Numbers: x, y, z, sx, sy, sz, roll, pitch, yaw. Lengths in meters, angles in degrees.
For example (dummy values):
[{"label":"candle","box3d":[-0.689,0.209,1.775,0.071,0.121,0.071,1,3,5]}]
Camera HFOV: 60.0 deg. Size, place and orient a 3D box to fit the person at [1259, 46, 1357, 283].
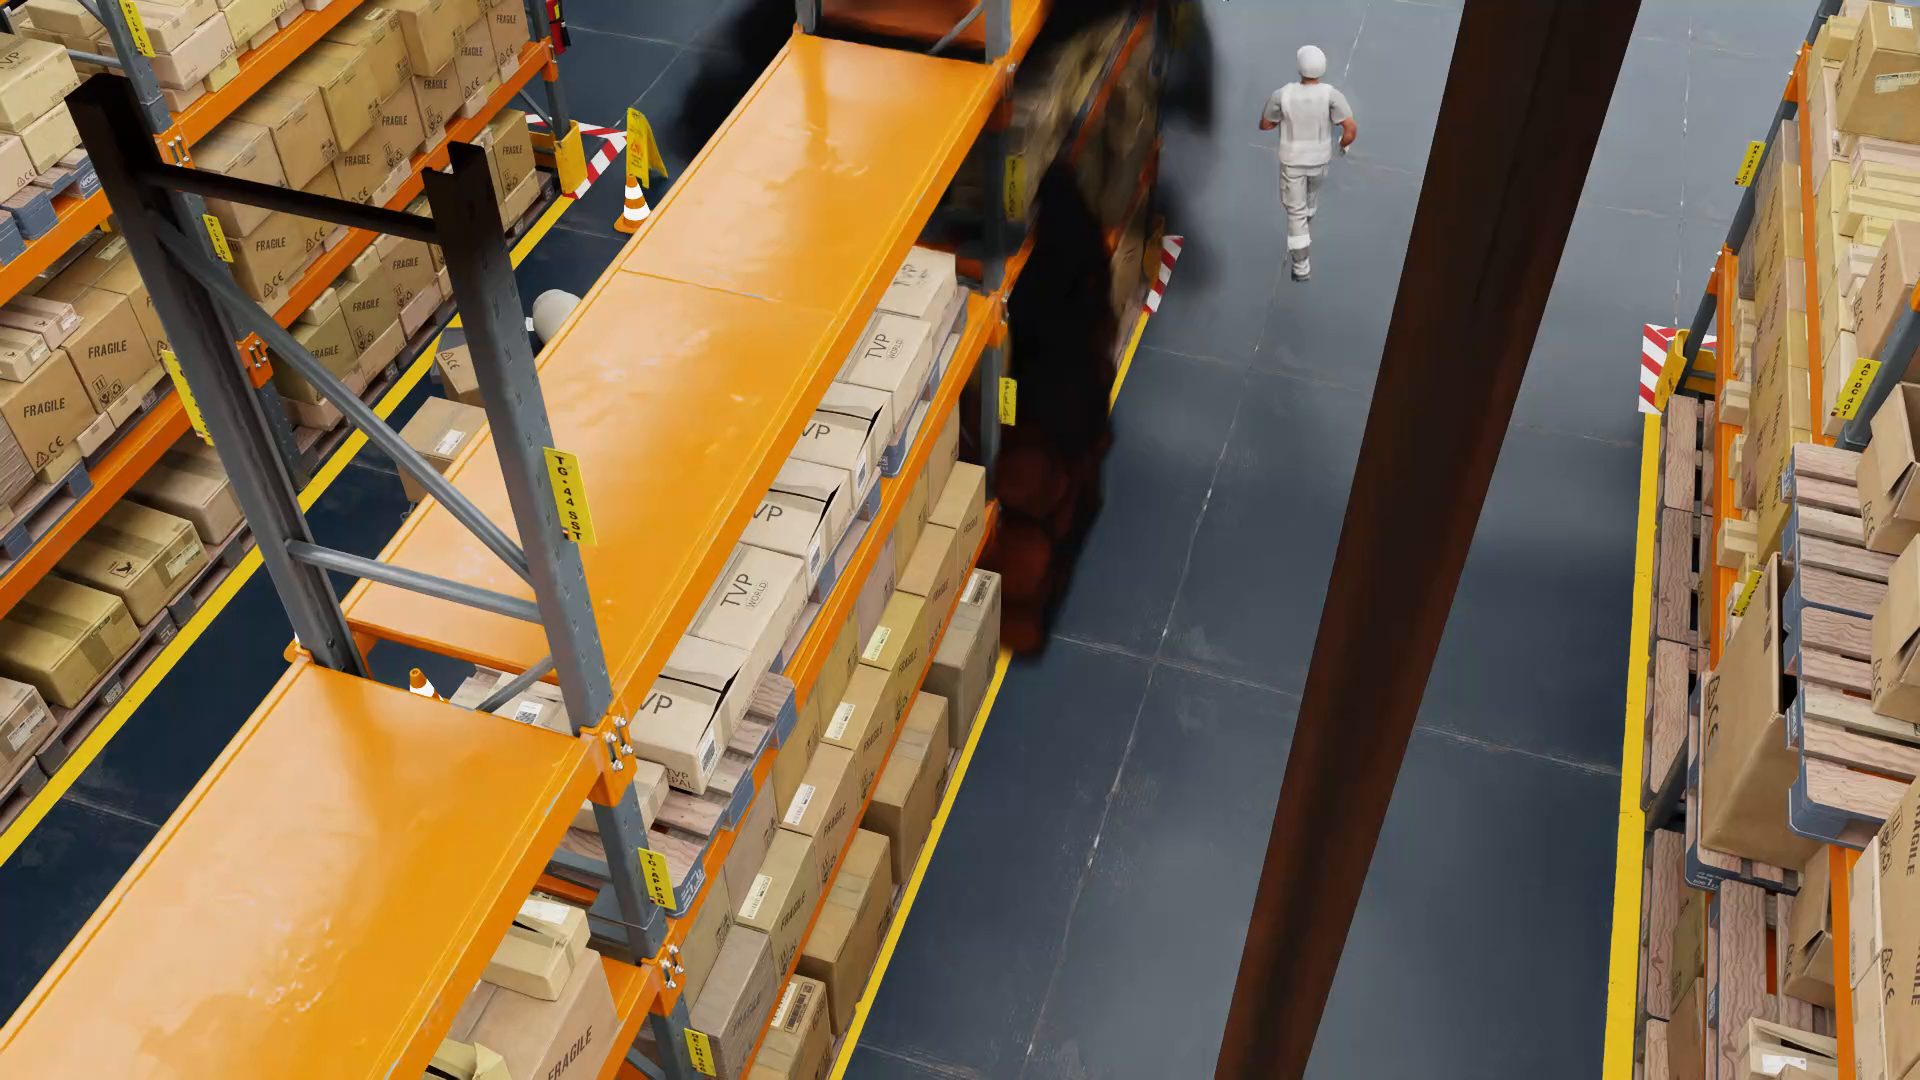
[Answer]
[{"label":"person","box3d":[2.509,-2.829,12.308,0.662,1.778,1.001,0,46,0]}]
